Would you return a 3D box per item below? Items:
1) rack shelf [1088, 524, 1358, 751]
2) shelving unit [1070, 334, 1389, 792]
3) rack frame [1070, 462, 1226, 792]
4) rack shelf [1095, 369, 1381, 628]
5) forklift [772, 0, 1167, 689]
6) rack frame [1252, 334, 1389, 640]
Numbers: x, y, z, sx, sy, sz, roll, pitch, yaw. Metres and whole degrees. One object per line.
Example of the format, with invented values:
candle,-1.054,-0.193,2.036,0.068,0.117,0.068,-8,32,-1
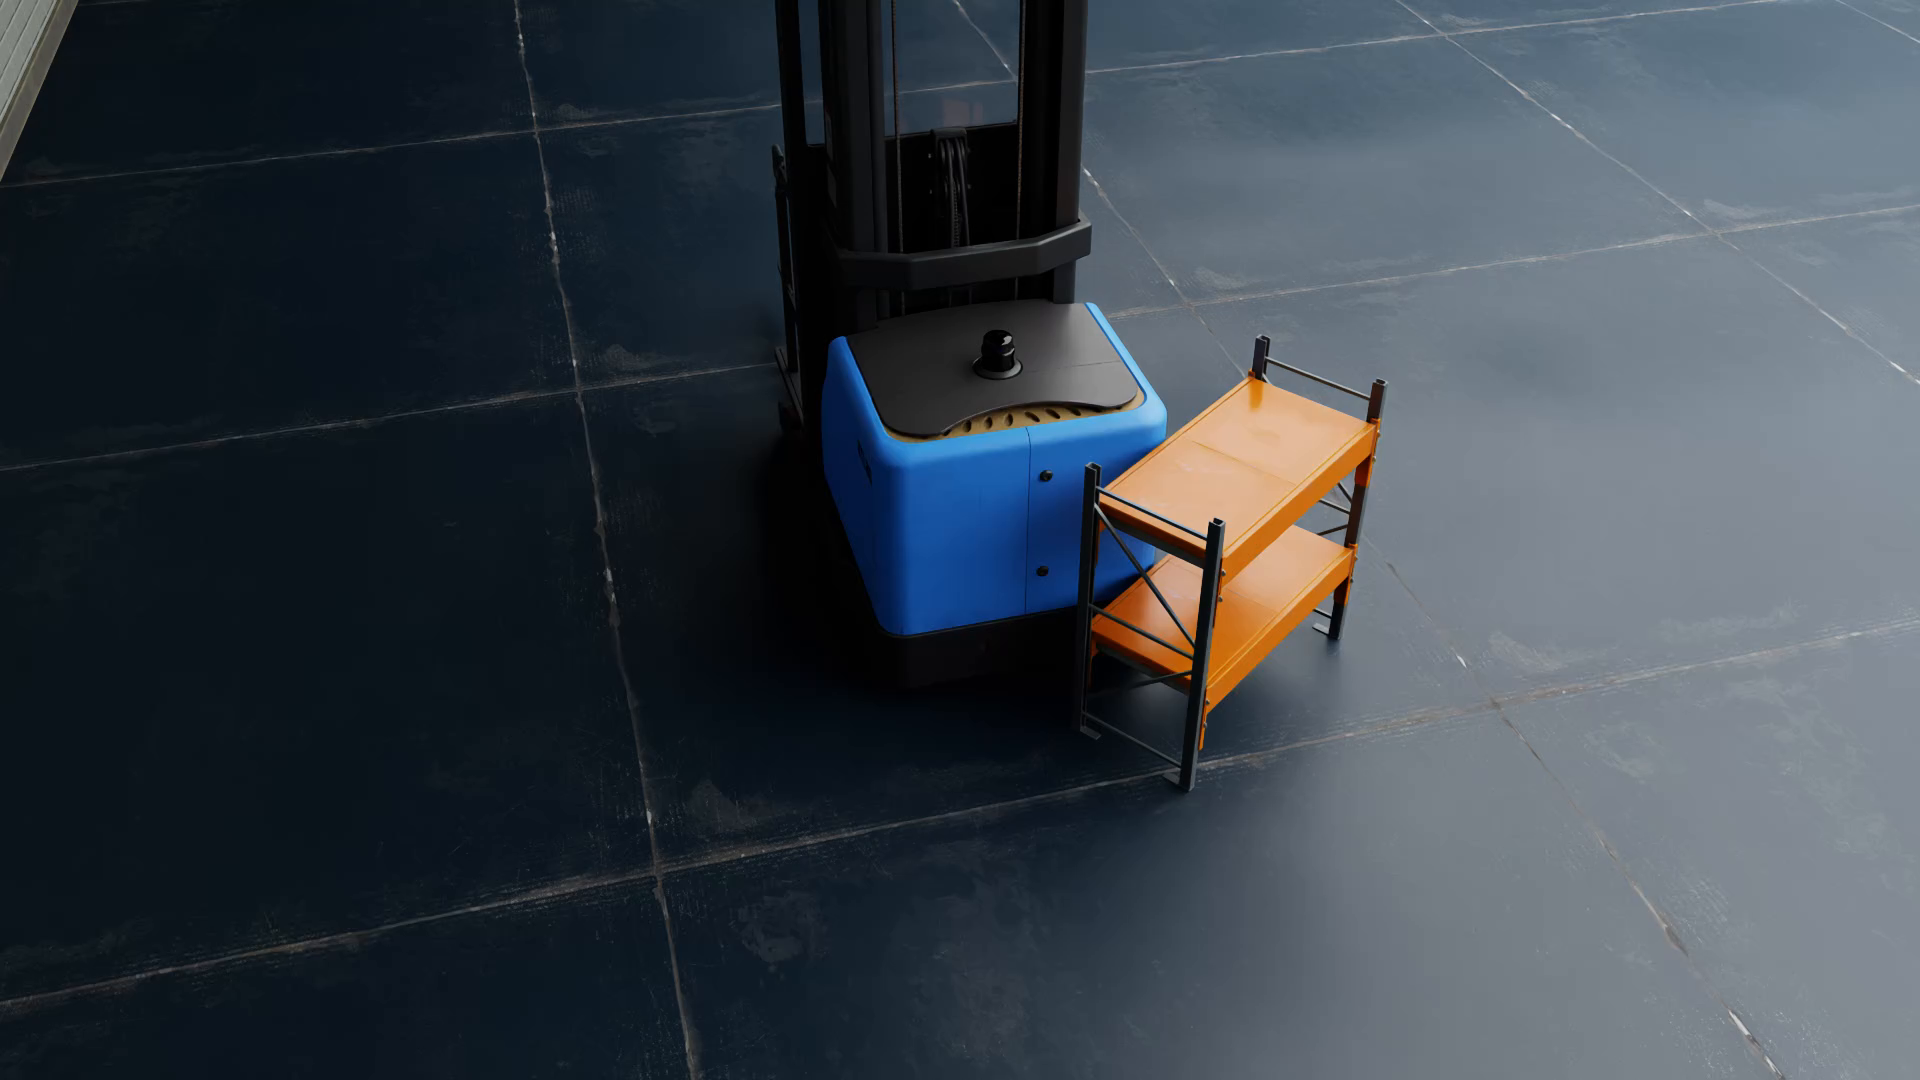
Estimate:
rack shelf,0.916,0.259,5.888,0.538,0.278,1.000,27,45,30
shelving unit,0.916,0.065,5.739,0.538,1.125,1.048,27,45,30
rack frame,0.593,0.304,5.427,0.500,1.125,0.032,27,45,30
rack shelf,0.916,-0.167,5.561,0.538,0.278,1.000,27,45,30
forklift,-0.165,-1.532,6.340,1.130,2.935,3.031,-9,38,-12
rack frame,1.239,-0.173,6.051,0.500,1.125,0.032,27,45,30
